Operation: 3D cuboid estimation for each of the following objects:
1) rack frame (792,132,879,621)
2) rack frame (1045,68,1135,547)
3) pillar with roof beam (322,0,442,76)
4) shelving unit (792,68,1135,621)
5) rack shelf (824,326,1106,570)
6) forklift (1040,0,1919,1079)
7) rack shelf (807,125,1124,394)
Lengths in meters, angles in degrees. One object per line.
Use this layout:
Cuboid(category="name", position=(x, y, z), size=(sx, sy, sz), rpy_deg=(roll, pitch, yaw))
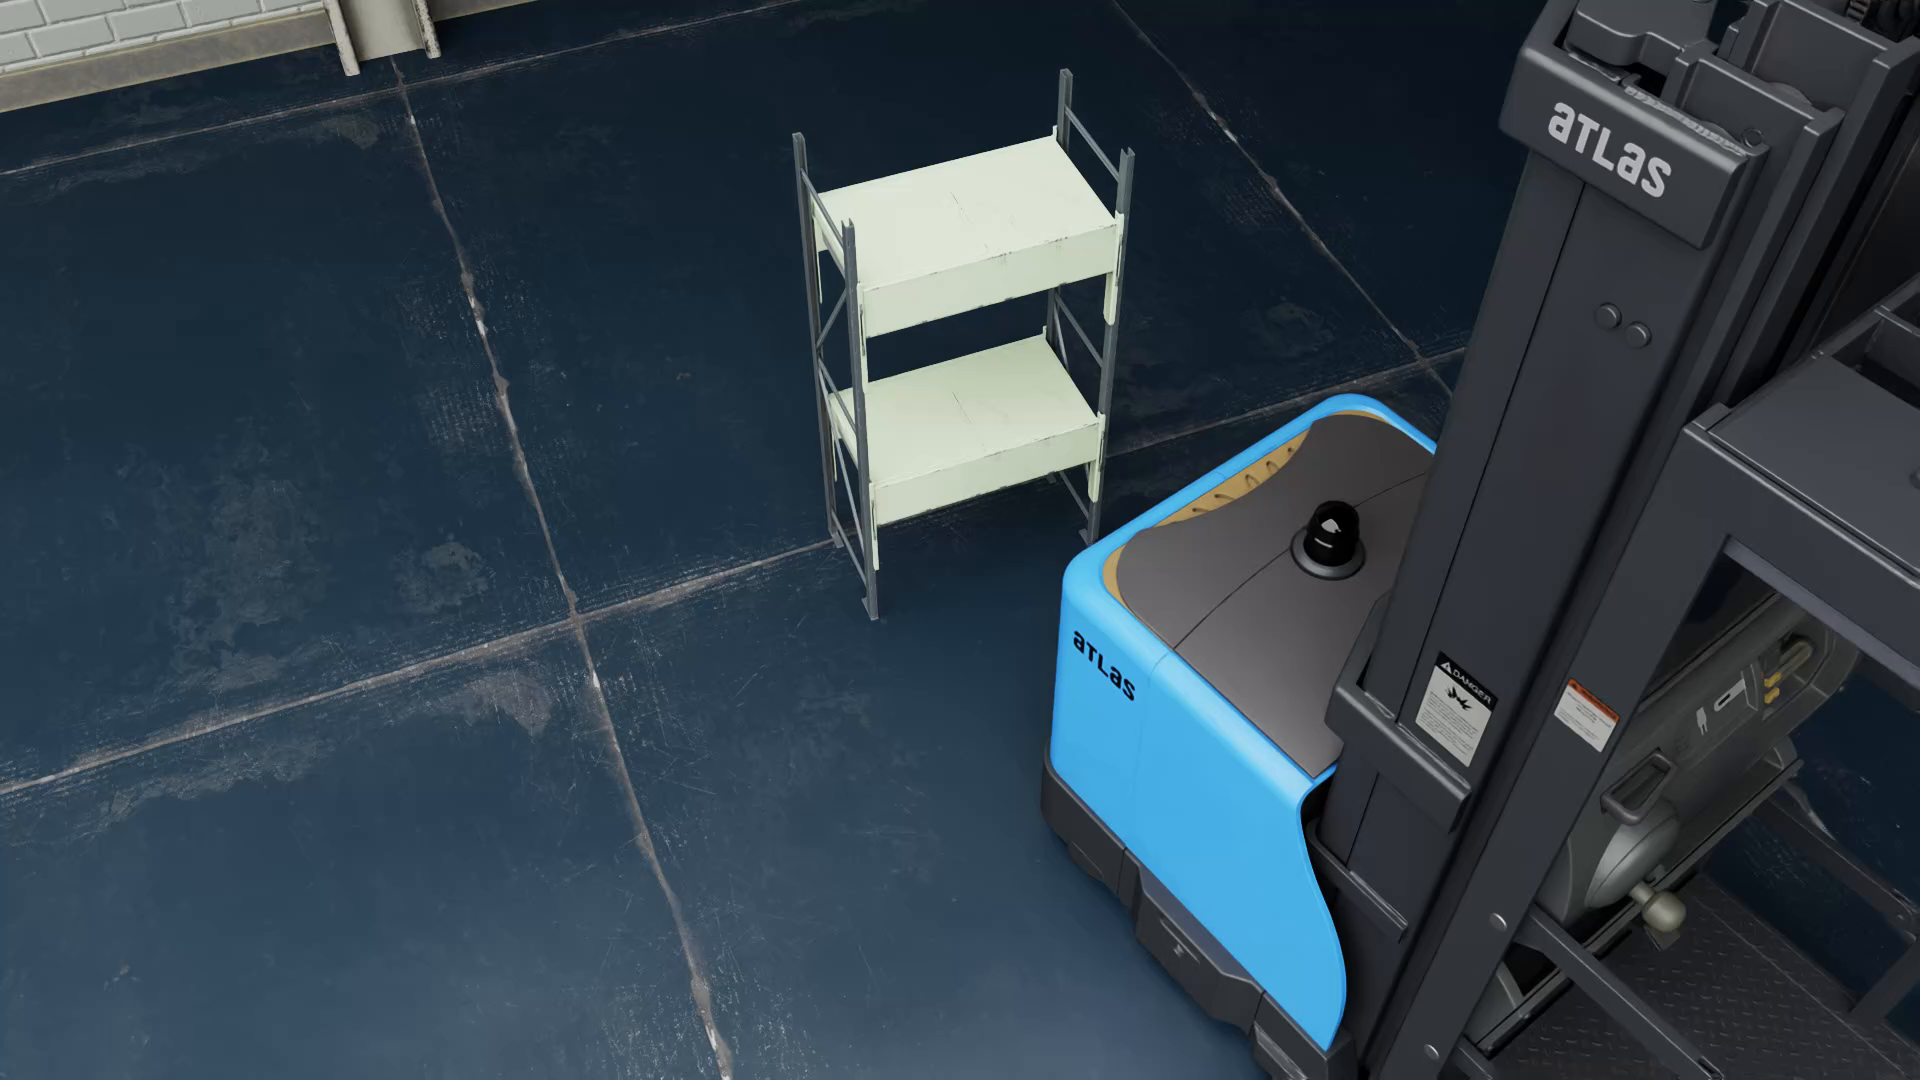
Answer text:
Cuboid(category="rack frame", position=(-0.333, -0.386, 4.593), size=(0.023, 1.500, 0.400), rpy_deg=(-17, 52, -14))
Cuboid(category="rack frame", position=(0.345, -0.596, 4.773), size=(0.023, 1.500, 0.400), rpy_deg=(-17, 52, -14))
Cuboid(category="pillar with roof beam", position=(-0.793, -1.998, 1.034), size=(0.400, 9.000, 9.100), rpy_deg=(-17, 52, -14))
Cuboid(category="shelving unit", position=(0.006, -0.491, 4.683), size=(0.755, 1.500, 0.431), rpy_deg=(-17, 52, -14))
Cuboid(category="rack shelf", position=(0.006, -0.278, 4.930), size=(0.720, 0.370, 0.431), rpy_deg=(-17, 52, -14))
Cuboid(category="forklift", position=(1.524, 0.457, 2.925), size=(1.130, 2.935, 3.031), rpy_deg=(-31, 56, -24))
Cuboid(category="rack shelf", position=(0.006, -0.745, 4.387), size=(0.720, 0.370, 0.431), rpy_deg=(-17, 52, -14))
